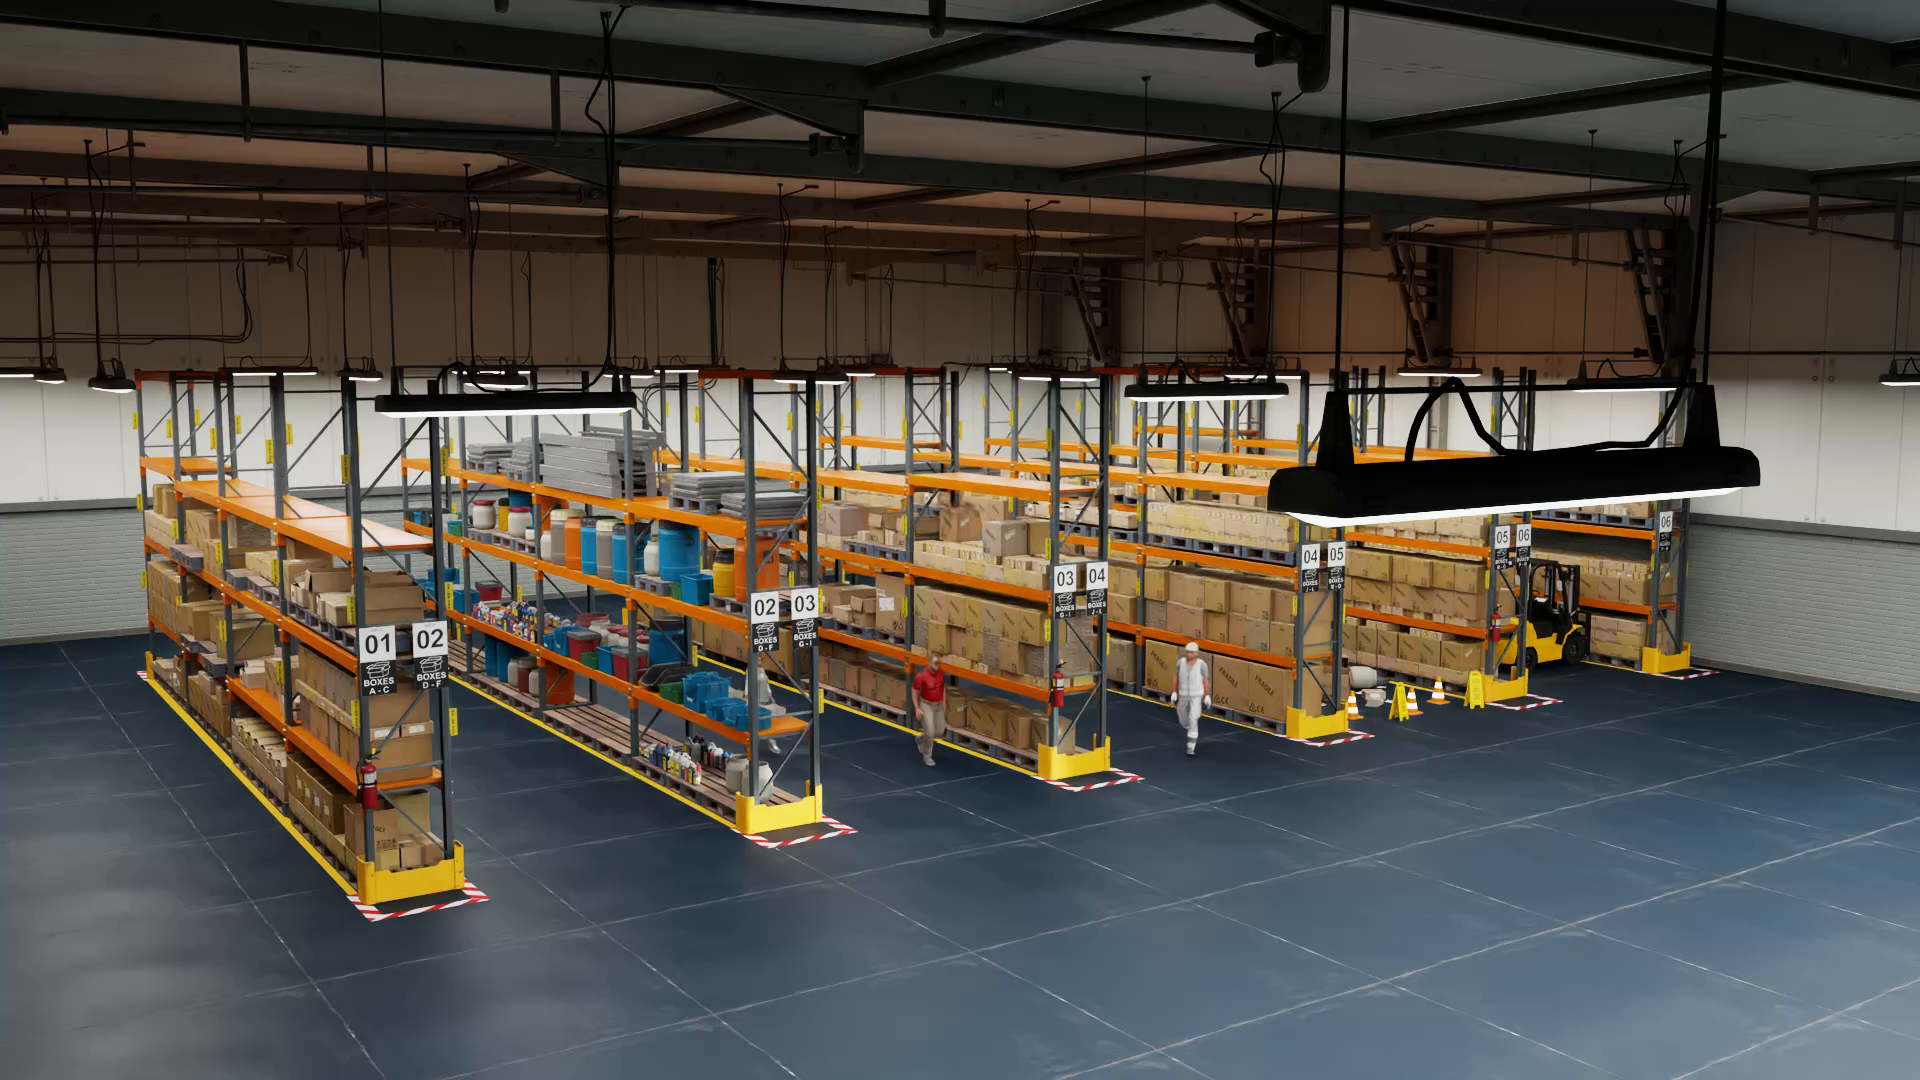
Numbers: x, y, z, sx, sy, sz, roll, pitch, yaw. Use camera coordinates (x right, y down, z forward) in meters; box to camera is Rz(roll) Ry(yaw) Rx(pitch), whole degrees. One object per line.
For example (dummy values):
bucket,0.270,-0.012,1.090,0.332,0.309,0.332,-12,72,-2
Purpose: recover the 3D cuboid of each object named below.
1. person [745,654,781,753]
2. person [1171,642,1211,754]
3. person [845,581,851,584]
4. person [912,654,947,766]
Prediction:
person,-3.147,2.569,26.418,0.938,1.524,0.517,4,8,34
person,3.688,2.480,26.430,0.642,1.770,0.847,3,7,26
person,-2.324,1.642,34.362,0.496,1.605,1.008,-5,8,-35
person,-0.507,2.594,25.740,0.626,1.711,0.637,-6,9,-42
